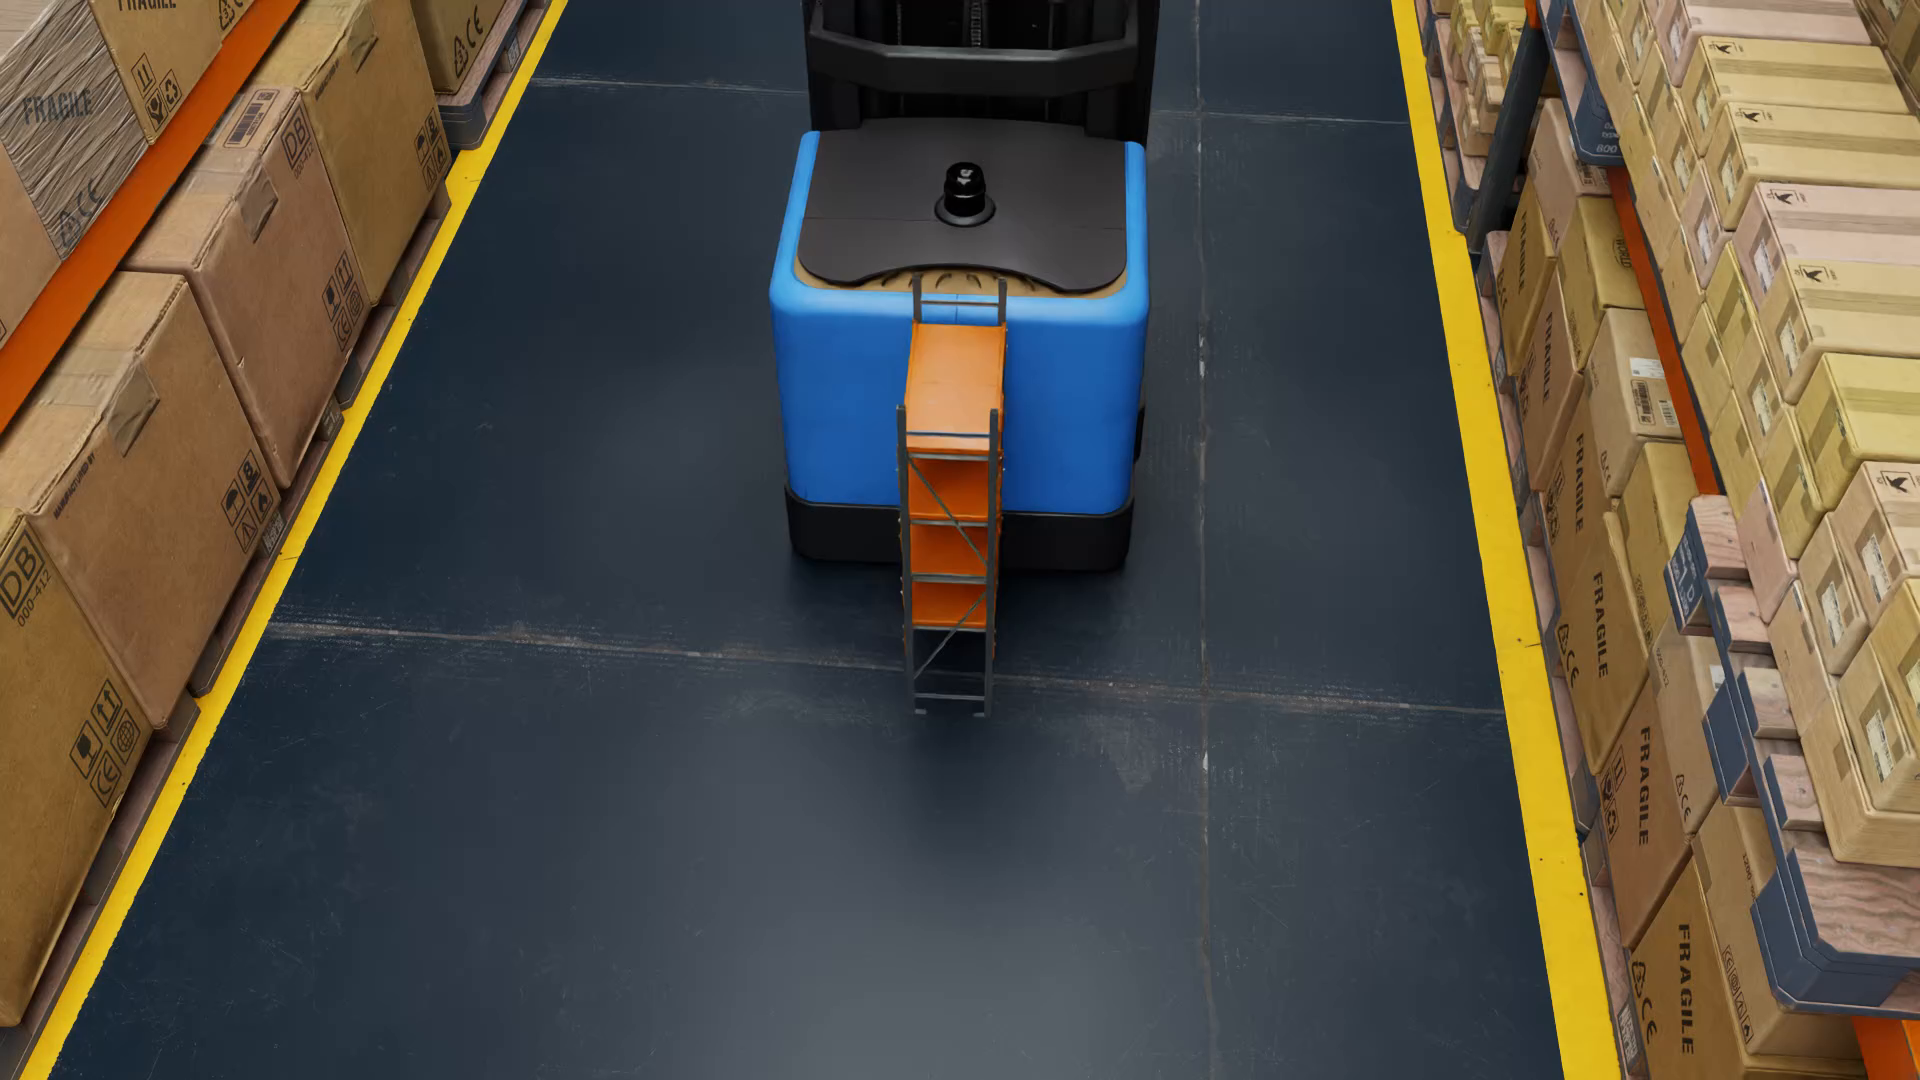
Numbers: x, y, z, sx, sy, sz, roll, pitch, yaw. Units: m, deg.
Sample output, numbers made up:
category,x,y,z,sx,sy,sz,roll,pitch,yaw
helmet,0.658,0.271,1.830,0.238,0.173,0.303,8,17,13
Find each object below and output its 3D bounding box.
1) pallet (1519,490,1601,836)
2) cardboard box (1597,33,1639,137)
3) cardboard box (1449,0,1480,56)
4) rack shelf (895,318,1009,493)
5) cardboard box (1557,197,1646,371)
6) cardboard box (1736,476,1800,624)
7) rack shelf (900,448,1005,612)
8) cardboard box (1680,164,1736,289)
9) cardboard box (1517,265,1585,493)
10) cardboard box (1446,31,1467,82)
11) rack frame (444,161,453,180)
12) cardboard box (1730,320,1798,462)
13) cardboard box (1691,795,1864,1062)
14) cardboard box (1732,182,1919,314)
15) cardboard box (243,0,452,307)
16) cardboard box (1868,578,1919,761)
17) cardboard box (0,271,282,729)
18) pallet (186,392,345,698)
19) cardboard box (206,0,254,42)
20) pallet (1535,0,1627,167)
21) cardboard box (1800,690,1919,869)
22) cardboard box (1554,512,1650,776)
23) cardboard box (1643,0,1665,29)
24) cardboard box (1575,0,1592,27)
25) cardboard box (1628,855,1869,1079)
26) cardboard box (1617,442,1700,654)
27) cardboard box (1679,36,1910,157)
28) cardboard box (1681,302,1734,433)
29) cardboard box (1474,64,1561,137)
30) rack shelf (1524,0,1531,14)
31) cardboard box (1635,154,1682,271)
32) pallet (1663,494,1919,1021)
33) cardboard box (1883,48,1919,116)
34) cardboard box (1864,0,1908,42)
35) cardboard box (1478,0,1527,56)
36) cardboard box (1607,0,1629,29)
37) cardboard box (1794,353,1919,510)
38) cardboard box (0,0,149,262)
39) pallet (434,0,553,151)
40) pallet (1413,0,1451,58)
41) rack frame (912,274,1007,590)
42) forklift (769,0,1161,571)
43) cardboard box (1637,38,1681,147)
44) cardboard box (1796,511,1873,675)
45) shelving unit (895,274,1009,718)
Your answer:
category,x,y,z,sx,sy,sz,roll,pitch,yaw
pallet,2.229,0.325,4.810,1.003,0.211,1.213,4,48,4
cardboard box,1.821,-1.126,4.133,0.380,0.149,0.250,2,48,2
cardboard box,2.139,-2.018,6.508,0.380,0.149,0.250,2,48,2
rack shelf,-0.015,-0.348,4.223,0.258,0.148,0.480,2,48,2
cardboard box,2.031,-0.722,4.778,0.500,0.250,0.500,5,48,5
cardboard box,1.677,0.031,3.075,0.380,0.149,0.250,5,48,4
rack shelf,-0.015,-0.037,4.562,0.258,0.148,0.480,2,48,2
cardboard box,1.750,-0.647,3.493,0.380,0.149,0.250,5,48,5
cardboard box,2.029,-0.471,5.058,0.500,0.500,0.500,6,48,5
cardboard box,2.171,-1.962,6.659,0.380,0.149,0.250,2,48,2
rack frame,-2.523,-2.495,5.499,1.000,3.000,0.127,4,48,4
cardboard box,1.702,-0.272,3.150,0.380,0.149,0.250,4,48,4
cardboard box,1.844,0.781,3.404,0.500,0.250,0.500,3,48,3
cardboard box,1.728,-0.547,3.200,0.380,0.149,0.250,4,48,4
cardboard box,-2.561,-1.448,5.697,1.225,0.875,0.875,4,48,4
cardboard box,1.631,0.204,2.514,0.380,0.149,0.250,2,48,2
cardboard box,-2.715,-0.140,4.501,1.225,0.875,0.875,4,48,4
pallet,-2.627,-0.083,5.183,1.003,0.211,1.213,4,48,4
cardboard box,-2.345,-1.803,4.799,0.500,0.500,0.500,5,48,5
pallet,2.193,-1.470,4.692,1.003,0.211,1.213,4,48,4
cardboard box,1.630,0.402,2.735,0.380,0.149,0.250,5,48,4
cardboard box,1.925,0.282,4.369,0.500,0.500,0.500,2,48,2
cardboard box,1.820,-1.321,3.908,0.380,0.149,0.250,4,48,3
cardboard box,1.867,-1.498,4.473,0.380,0.149,0.250,4,48,4
cardboard box,1.842,1.053,3.664,0.500,0.500,0.500,4,48,3
cardboard box,1.941,0.037,4.085,0.500,0.250,0.500,5,48,4
cardboard box,1.776,-0.938,3.557,0.380,0.149,0.250,5,48,5
cardboard box,1.727,-0.350,3.423,0.380,0.149,0.250,2,48,2
cardboard box,2.119,-1.620,6.145,0.380,0.149,0.250,5,48,4
rack shelf,2.590,-3.314,6.736,1.077,0.370,4.000,4,48,4
cardboard box,1.774,-0.741,3.780,0.380,0.149,0.250,2,48,2
pallet,2.002,0.386,2.994,1.213,0.211,1.003,4,48,4
cardboard box,2.478,-1.076,4.087,0.380,0.149,0.250,2,48,2
cardboard box,2.499,-1.362,4.147,0.380,0.149,0.250,2,48,2
cardboard box,2.164,-1.937,6.233,0.380,0.149,0.250,4,48,4
cardboard box,1.846,-1.414,4.195,0.380,0.149,0.250,2,48,2
cardboard box,1.680,-0.173,2.858,0.380,0.149,0.250,5,48,5
cardboard box,-2.437,-1.051,4.111,0.500,0.500,0.500,4,48,4
pallet,-2.376,-2.107,7.034,1.003,0.211,1.213,4,48,4
pallet,2.542,-2.541,7.431,1.003,0.211,1.213,4,48,4
rack frame,-0.001,-0.262,4.677,0.240,1.200,0.015,2,48,2
forklift,0.078,-1.979,5.073,1.130,2.935,3.031,2,48,2
cardboard box,1.799,-1.021,3.835,0.380,0.149,0.250,3,48,3
cardboard box,1.657,0.105,2.805,0.380,0.149,0.250,5,48,5
shelving unit,-0.015,-0.083,4.513,0.258,1.200,0.503,2,48,2
